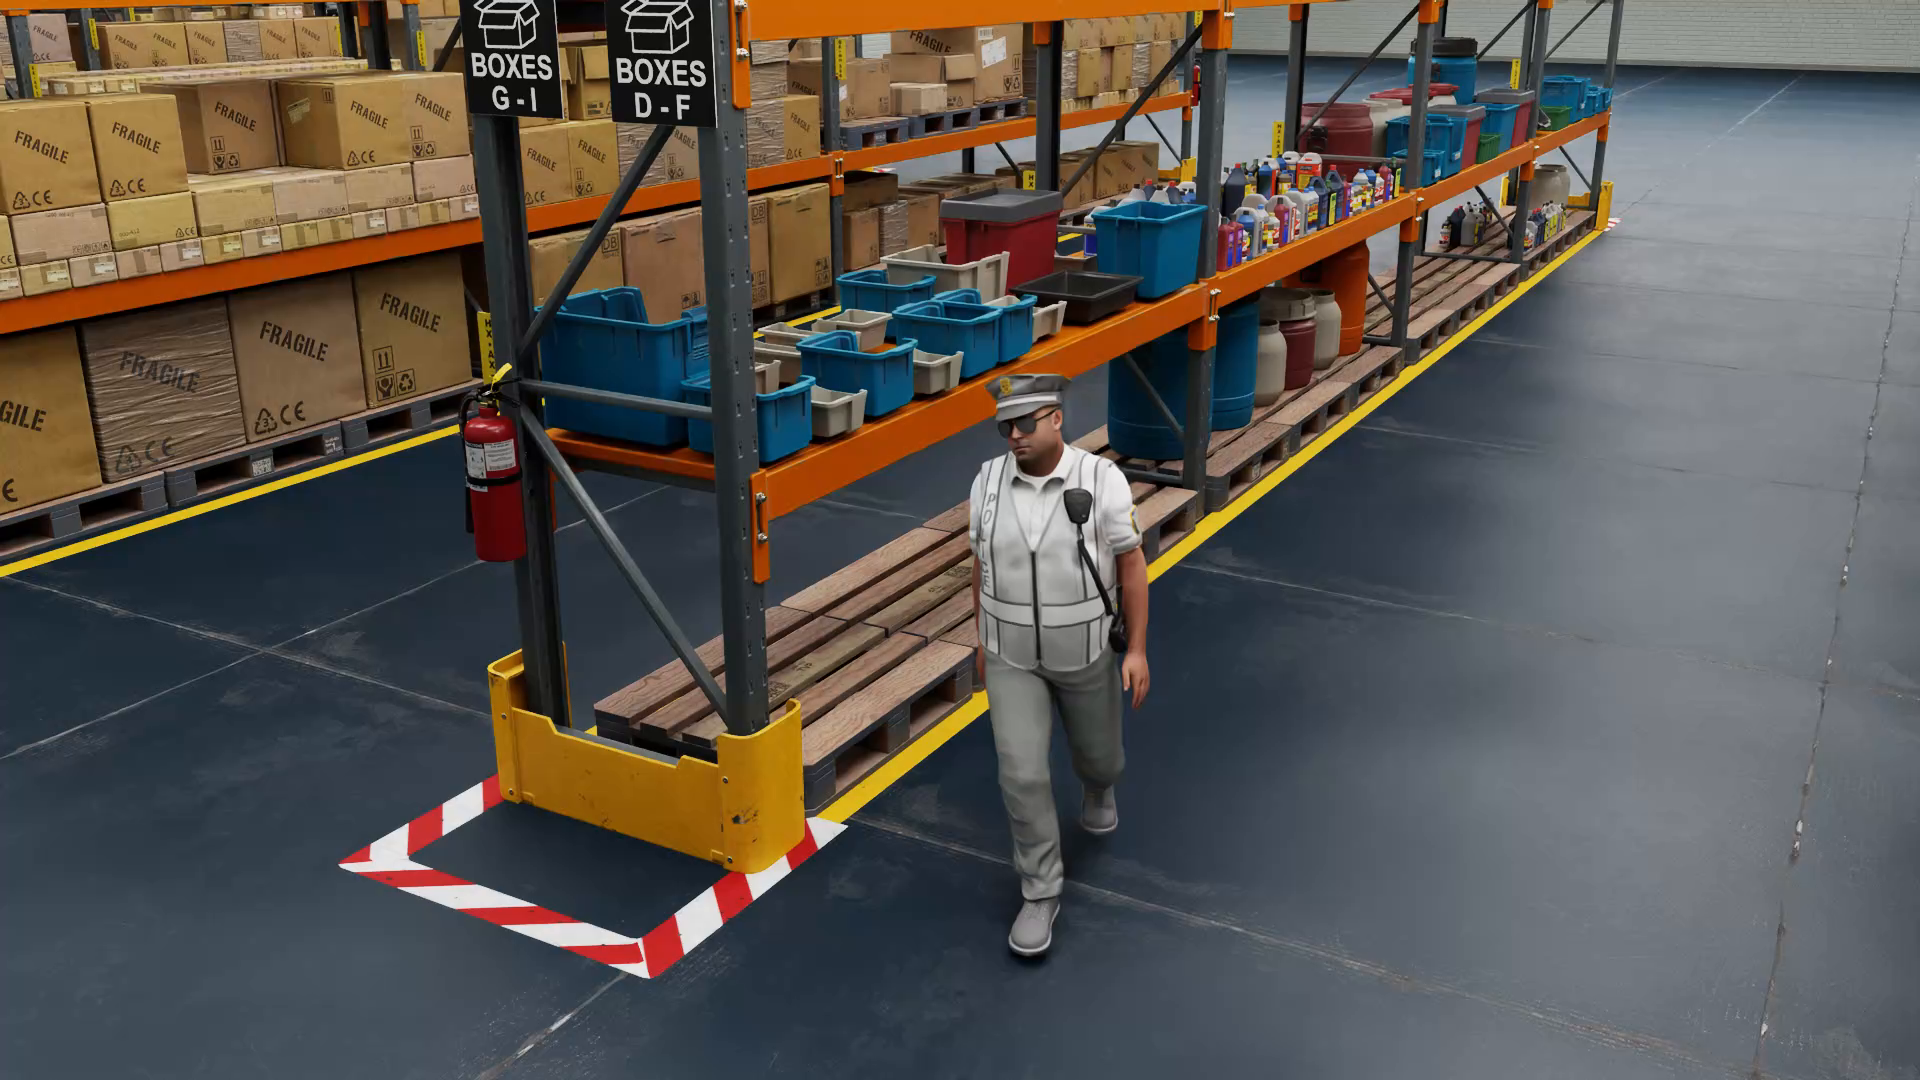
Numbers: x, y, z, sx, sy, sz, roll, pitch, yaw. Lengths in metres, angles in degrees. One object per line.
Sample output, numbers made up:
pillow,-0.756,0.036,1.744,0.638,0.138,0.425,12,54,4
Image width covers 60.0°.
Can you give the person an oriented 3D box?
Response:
person,0.306,0.309,5.159,0.586,1.717,0.929,4,20,11
